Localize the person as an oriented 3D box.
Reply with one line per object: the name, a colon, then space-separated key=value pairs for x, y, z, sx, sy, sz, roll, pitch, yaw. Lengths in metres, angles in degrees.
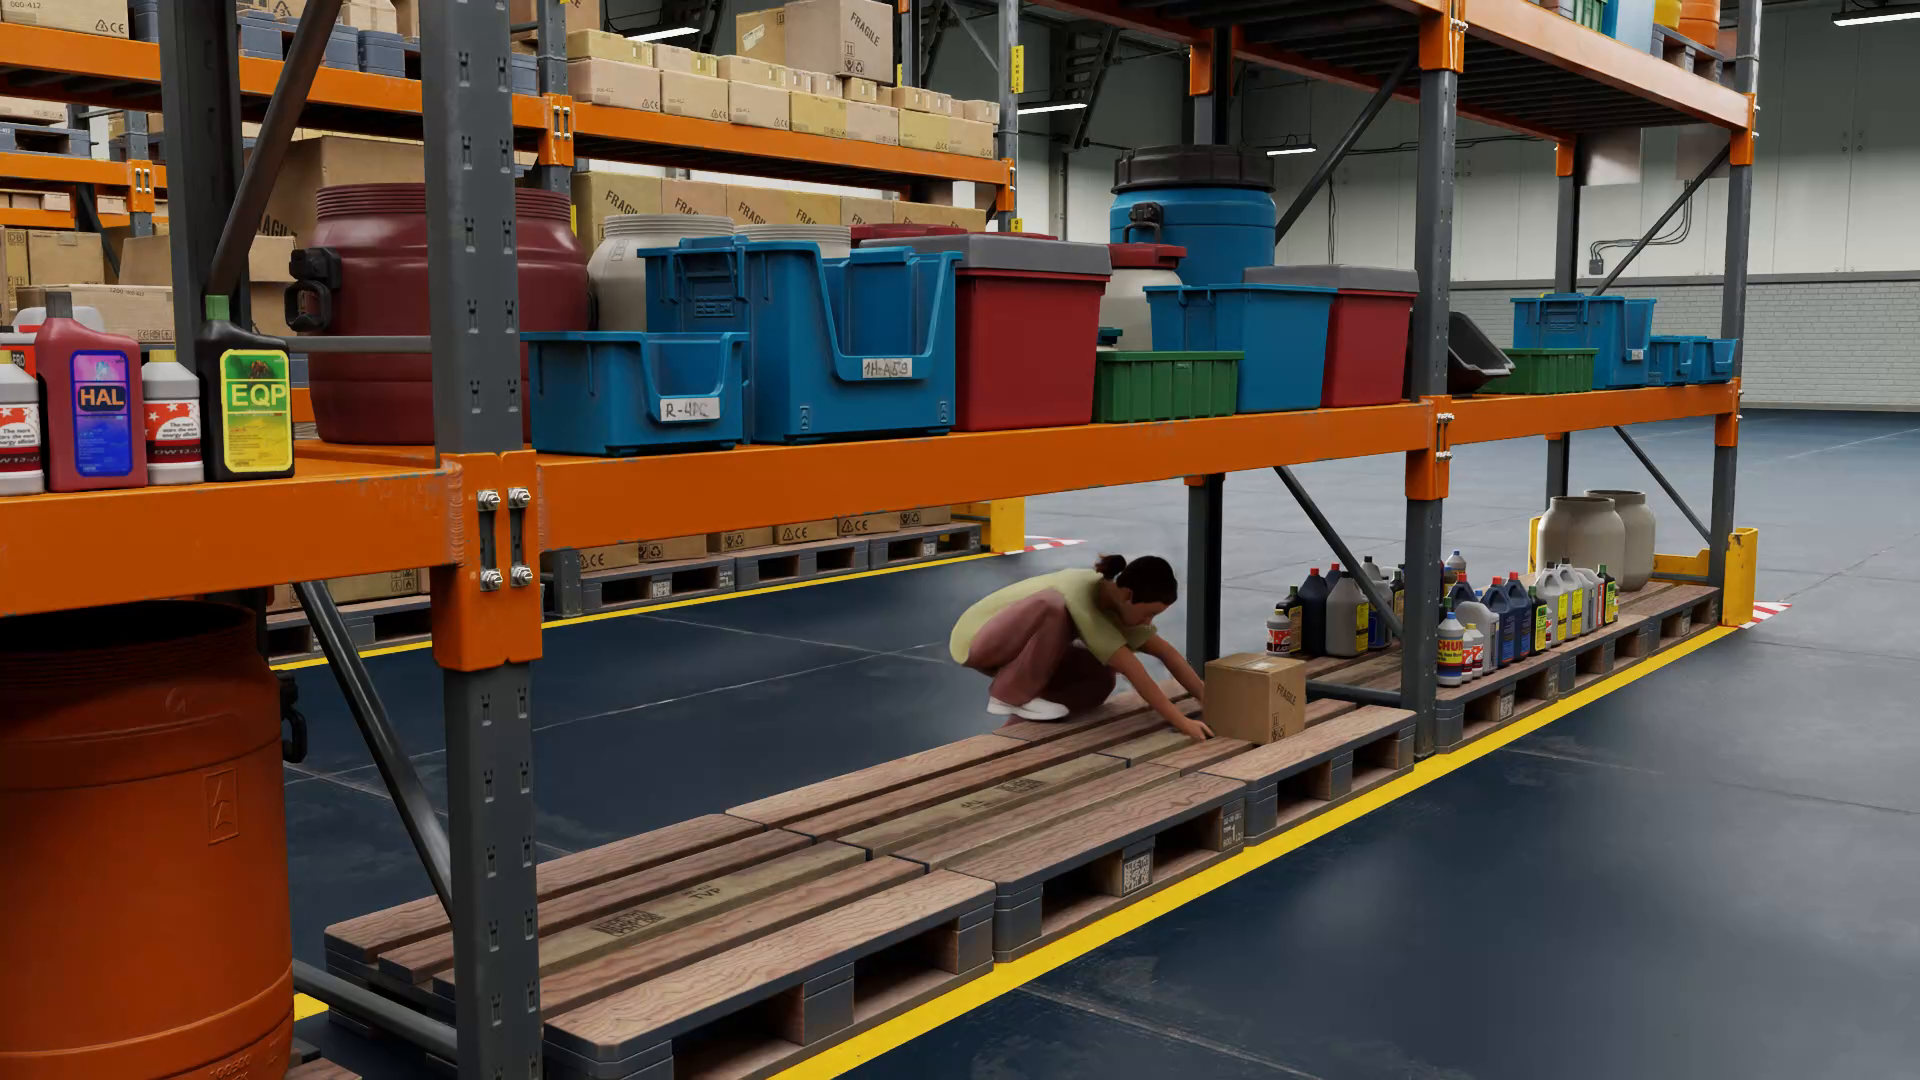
person: x=0.460 y=0.433 z=5.825 sx=1.035 sy=0.800 sz=0.469 roll=3 pitch=7 yaw=23
